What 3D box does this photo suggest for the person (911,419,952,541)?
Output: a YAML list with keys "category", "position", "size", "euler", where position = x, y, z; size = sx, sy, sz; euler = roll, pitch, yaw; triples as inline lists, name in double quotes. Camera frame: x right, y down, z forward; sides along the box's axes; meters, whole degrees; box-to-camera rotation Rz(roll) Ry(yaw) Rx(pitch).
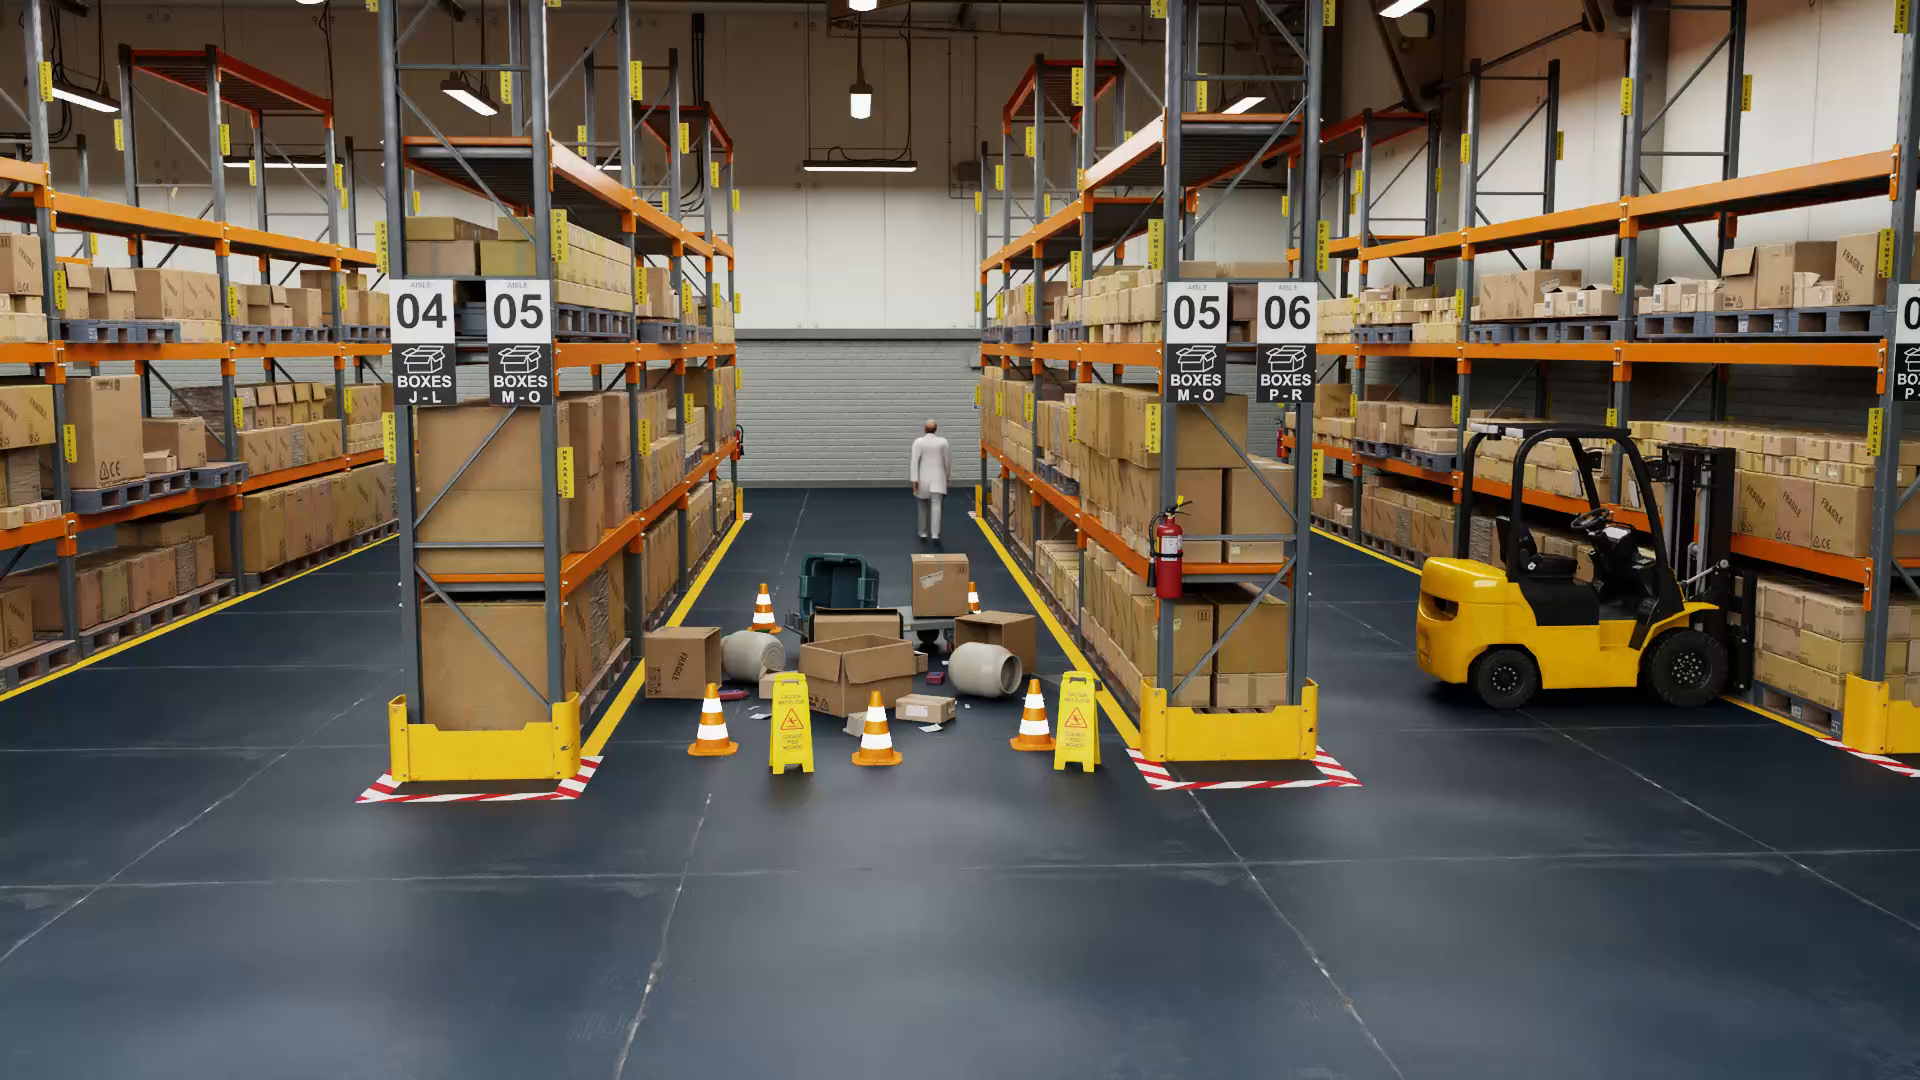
- category: "person"
  position: [-0.410, -0.864, 23.631]
  size: [0.581, 1.724, 1.130]
  euler: [0, 7, -2]
